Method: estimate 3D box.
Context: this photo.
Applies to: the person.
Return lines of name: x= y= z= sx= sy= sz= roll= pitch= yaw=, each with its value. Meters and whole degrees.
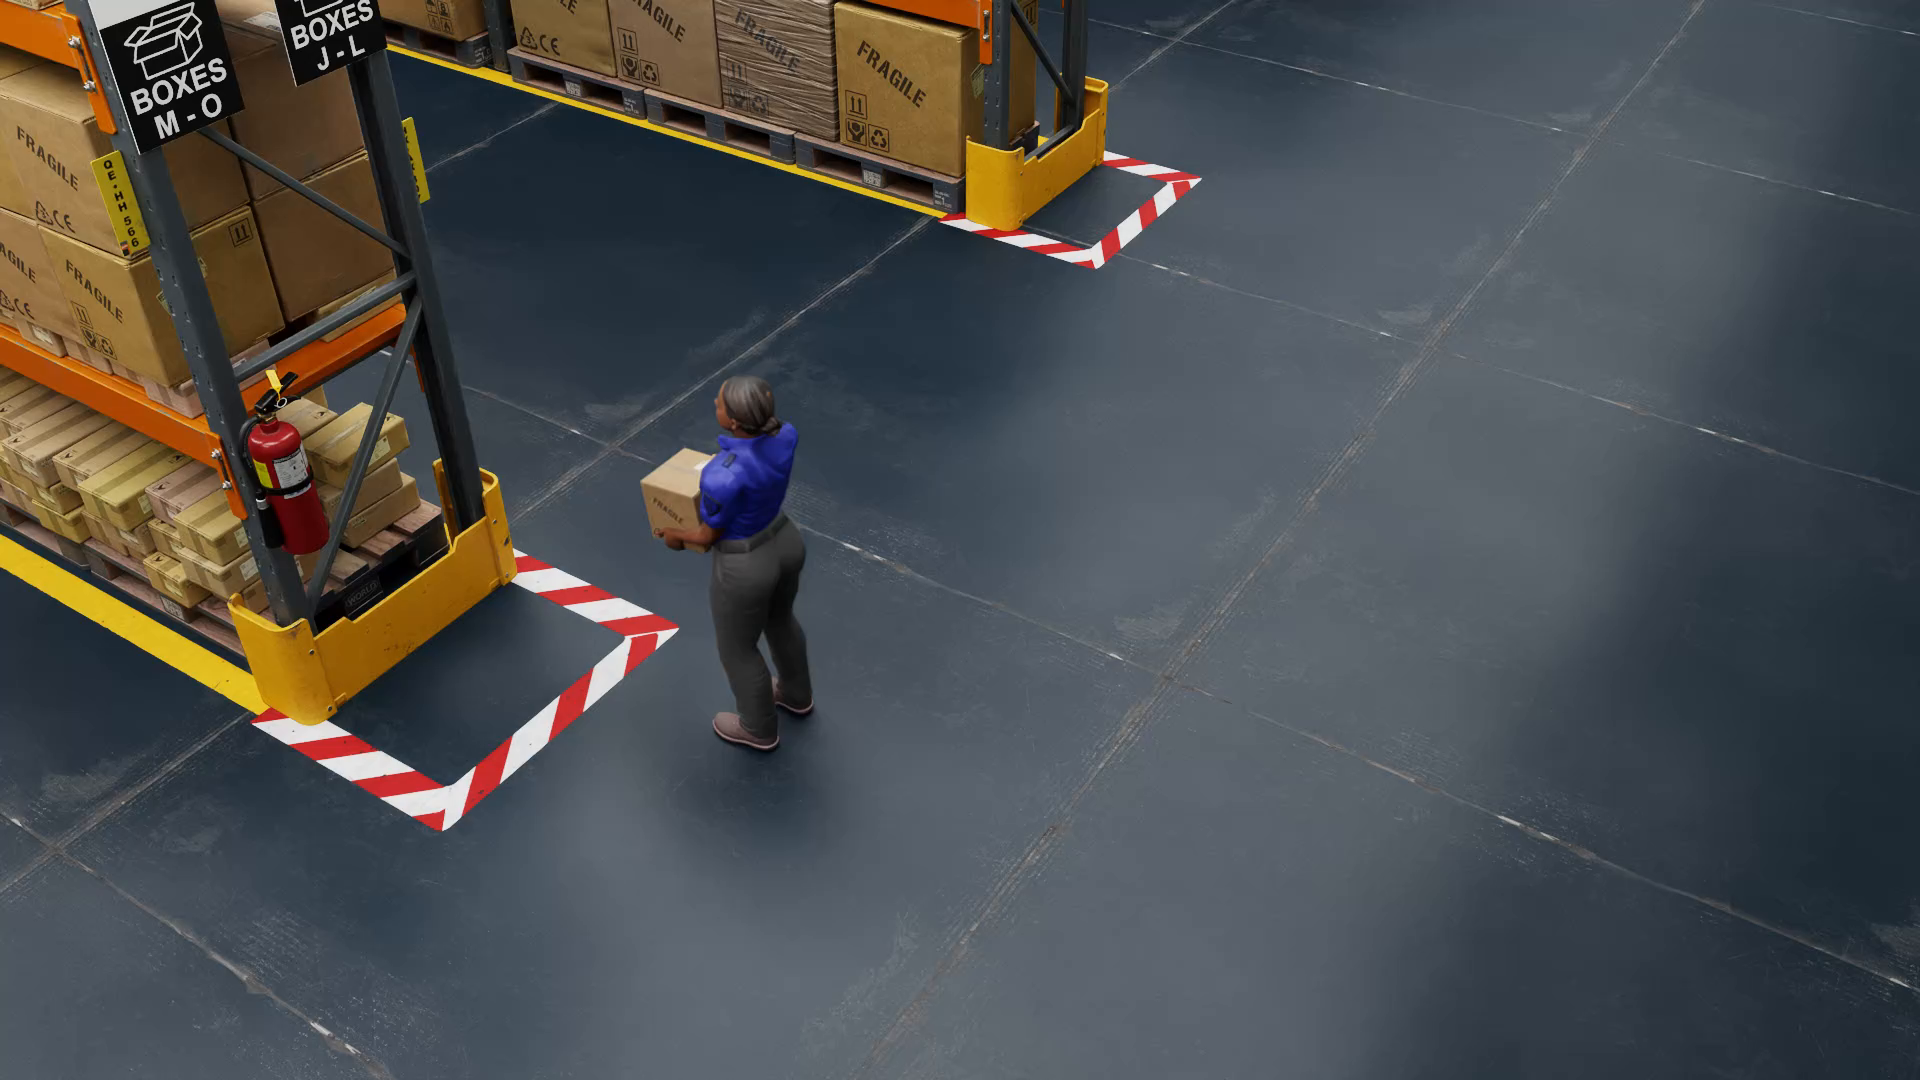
person: x=-0.820 y=0.051 z=6.097 sx=0.512 sy=1.649 sz=0.452 roll=22 pitch=43 yaw=25
